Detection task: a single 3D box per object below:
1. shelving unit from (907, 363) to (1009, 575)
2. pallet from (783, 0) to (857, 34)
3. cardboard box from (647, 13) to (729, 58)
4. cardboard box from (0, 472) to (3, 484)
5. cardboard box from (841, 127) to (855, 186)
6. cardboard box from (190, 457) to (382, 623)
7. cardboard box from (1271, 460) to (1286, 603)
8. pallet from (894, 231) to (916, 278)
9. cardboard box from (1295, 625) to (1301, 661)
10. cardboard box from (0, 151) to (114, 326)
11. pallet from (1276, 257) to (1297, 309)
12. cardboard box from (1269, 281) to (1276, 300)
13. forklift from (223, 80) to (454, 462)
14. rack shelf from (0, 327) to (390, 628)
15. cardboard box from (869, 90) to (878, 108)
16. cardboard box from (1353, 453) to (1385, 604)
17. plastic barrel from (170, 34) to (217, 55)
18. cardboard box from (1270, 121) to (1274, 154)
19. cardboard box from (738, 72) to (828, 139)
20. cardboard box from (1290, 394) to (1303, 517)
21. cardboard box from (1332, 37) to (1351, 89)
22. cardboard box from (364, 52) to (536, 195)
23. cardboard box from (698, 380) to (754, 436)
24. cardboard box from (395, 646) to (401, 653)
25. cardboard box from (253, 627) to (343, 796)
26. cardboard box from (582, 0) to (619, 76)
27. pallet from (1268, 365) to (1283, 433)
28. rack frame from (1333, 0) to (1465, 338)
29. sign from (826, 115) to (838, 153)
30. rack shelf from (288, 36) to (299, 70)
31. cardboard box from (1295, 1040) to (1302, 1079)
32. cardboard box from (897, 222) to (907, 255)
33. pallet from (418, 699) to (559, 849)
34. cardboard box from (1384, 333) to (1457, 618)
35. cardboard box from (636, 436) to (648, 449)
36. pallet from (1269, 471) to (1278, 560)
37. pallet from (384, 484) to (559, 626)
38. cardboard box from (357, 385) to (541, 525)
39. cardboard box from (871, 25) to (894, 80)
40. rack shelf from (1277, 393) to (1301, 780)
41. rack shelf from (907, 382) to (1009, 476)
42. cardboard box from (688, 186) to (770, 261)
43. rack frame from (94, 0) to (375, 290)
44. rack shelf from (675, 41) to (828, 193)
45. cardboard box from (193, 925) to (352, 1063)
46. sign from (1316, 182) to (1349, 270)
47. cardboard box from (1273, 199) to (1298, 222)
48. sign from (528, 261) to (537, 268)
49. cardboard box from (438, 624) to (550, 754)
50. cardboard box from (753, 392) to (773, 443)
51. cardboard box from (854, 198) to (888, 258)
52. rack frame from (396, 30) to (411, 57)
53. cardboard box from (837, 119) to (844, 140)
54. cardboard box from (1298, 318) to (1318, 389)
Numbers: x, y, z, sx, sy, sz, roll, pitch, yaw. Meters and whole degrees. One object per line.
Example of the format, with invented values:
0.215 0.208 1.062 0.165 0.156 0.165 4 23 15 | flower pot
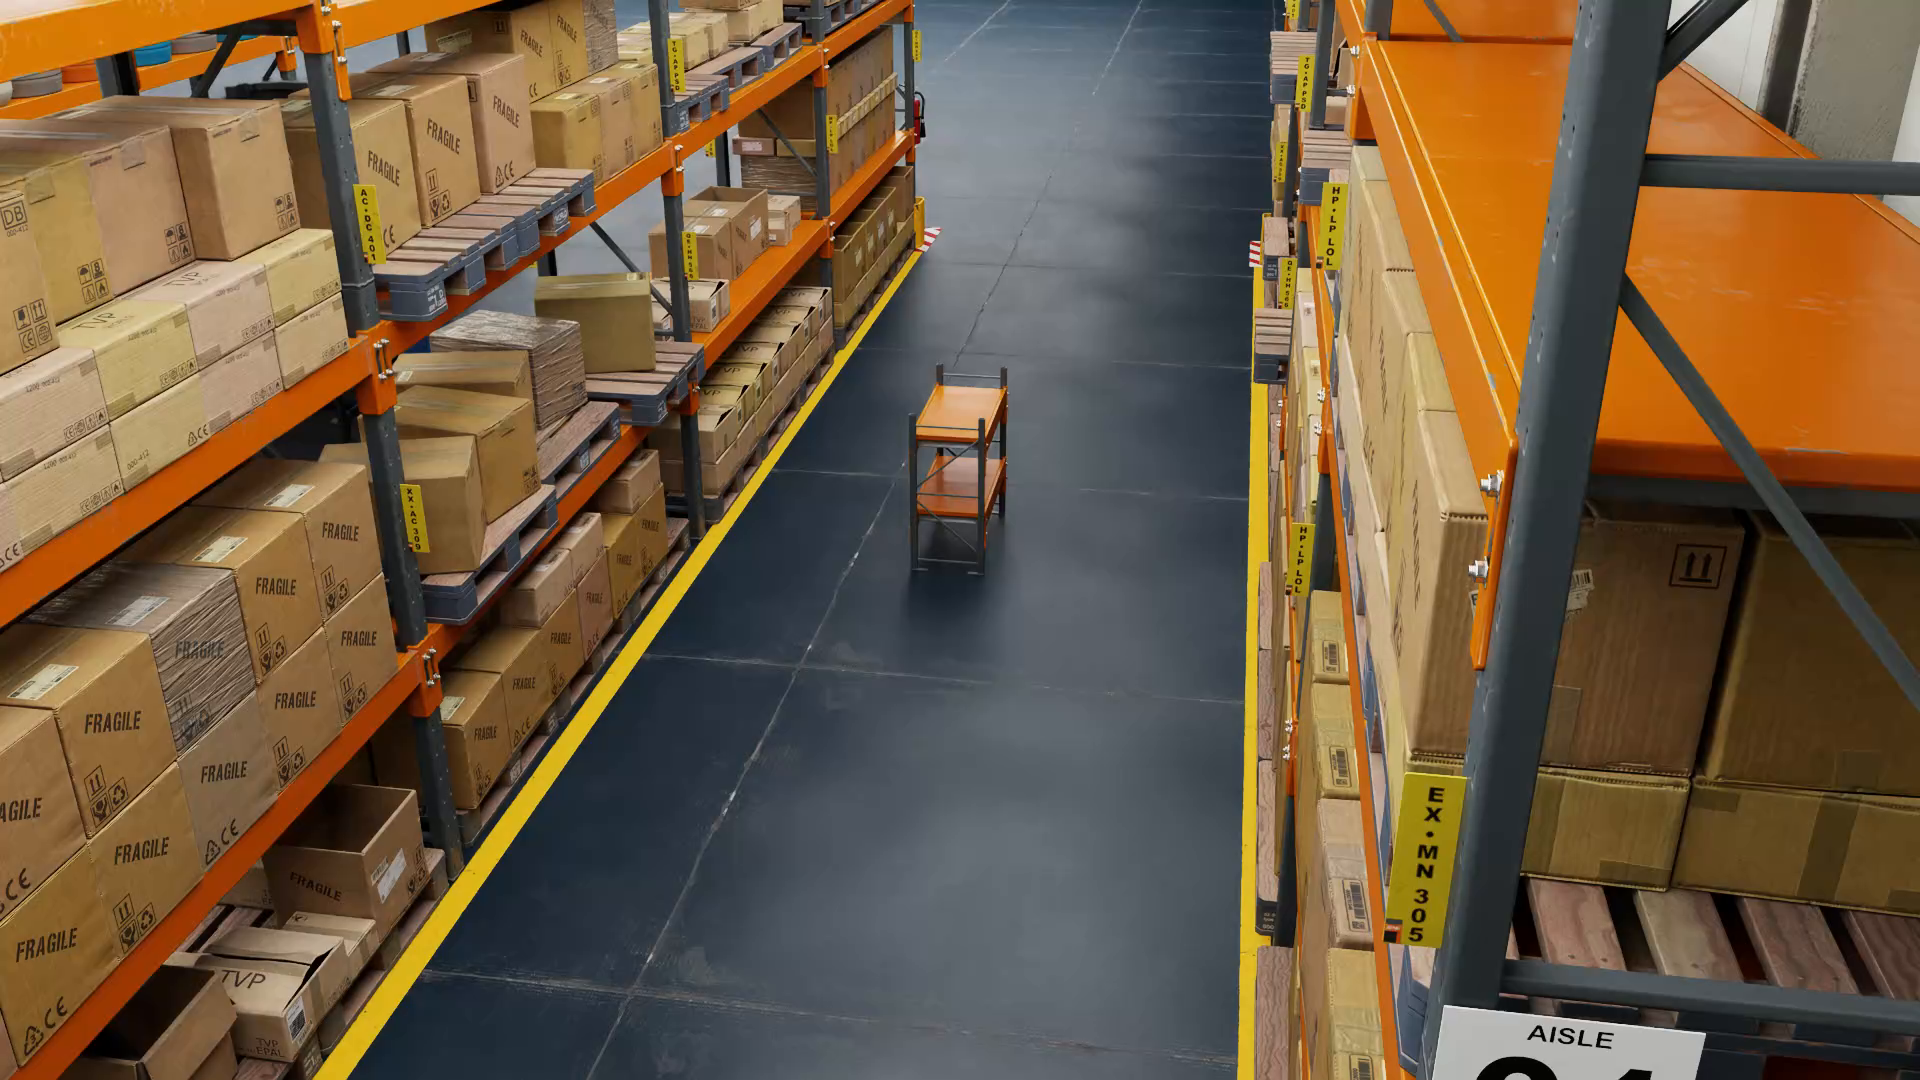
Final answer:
-0.001 -0.507 11.505 0.538 1.125 1.048 4 25 9 | shelving unit
-1.543 -4.760 14.947 1.003 0.211 1.213 4 25 9 | pallet
-2.029 -3.768 12.406 0.500 0.250 0.500 2 25 4 | cardboard box
-3.113 -0.196 4.680 0.500 0.250 0.500 4 25 9 | cardboard box
-1.425 -3.745 16.094 0.700 0.500 0.500 4 25 9 | cardboard box
-2.791 -0.006 6.927 0.500 0.500 0.500 4 25 9 | cardboard box
2.328 0.013 10.223 0.750 0.750 0.750 4 25 8 | cardboard box
-1.086 -3.170 18.274 1.003 0.211 1.213 4 25 9 | pallet
1.718 0.441 7.542 0.380 0.149 0.250 4 25 9 | cardboard box
-3.303 -0.979 5.467 0.700 0.500 0.500 4 25 9 | cardboard box
2.861 -1.812 12.310 1.003 0.211 1.213 4 25 9 | pallet
3.421 -2.657 16.317 0.700 0.500 0.500 2 25 5 | cardboard box
-4.815 -1.655 11.827 1.130 2.935 3.031 5 26 11 | forklift
-3.291 0.067 5.380 1.077 0.370 4.000 4 25 9 | rack shelf
-1.046 -4.491 16.922 0.380 0.149 0.250 5 26 10 | cardboard box
1.292 -0.009 4.256 0.500 0.250 0.500 3 25 7 | cardboard box
-6.519 -4.512 13.722 0.600 0.901 0.600 0 25 0 | plastic barrel
3.492 -4.173 17.281 0.500 0.250 0.500 3 25 7 | cardboard box
-1.590 -3.902 14.899 0.700 0.500 0.500 4 25 9 | cardboard box
1.991 -0.428 8.633 0.500 0.500 0.500 5 25 10 | cardboard box
2.881 -3.019 10.977 0.797 0.503 0.637 8 26 16 | cardboard box
-2.594 -2.140 8.514 0.600 0.600 0.600 3 25 6 | cardboard box
-1.857 -1.028 12.494 0.500 0.311 0.500 3 25 7 | cardboard box
-3.077 0.763 9.011 0.500 0.500 0.500 4 25 9 | cardboard box
-2.875 0.660 6.683 0.500 0.500 0.500 5 25 10 | cardboard box
-2.388 -3.085 9.966 0.500 0.500 0.500 4 25 9 | cardboard box
3.105 -1.153 13.964 1.003 0.211 1.213 4 25 9 | pallet
1.924 -2.113 5.648 1.000 3.000 0.127 4 25 9 | rack frame
-1.120 -3.538 14.498 0.100 0.325 0.005 4 25 9 | sign
-6.216 -5.297 16.838 1.077 0.370 4.000 4 25 9 | rack shelf
1.379 1.907 5.825 0.380 0.149 0.250 3 25 7 | cardboard box
-0.869 -3.246 17.895 0.500 0.250 0.500 4 25 9 | cardboard box
-2.868 1.183 8.974 1.003 0.211 1.213 4 25 9 | pallet
1.213 -0.122 3.613 0.500 0.500 0.500 5 26 10 | cardboard box
-2.468 -0.845 12.104 0.500 0.311 0.500 5 25 10 | cardboard box
2.707 -0.132 11.783 1.003 0.211 1.213 4 25 9 | pallet
-2.726 0.023 8.389 1.003 0.211 1.213 4 25 9 | pallet
-2.616 -0.447 8.554 0.700 0.500 0.500 8 26 17 | cardboard box
-1.100 -5.172 17.614 0.700 0.500 0.500 4 25 9 | cardboard box
2.251 0.094 8.860 1.077 0.370 4.000 4 25 9 | rack shelf
-0.001 -0.772 11.381 0.538 0.278 1.000 4 25 9 | rack shelf
-1.884 -2.588 13.623 0.500 0.500 0.500 6 26 12 | cardboard box
-2.964 -2.454 6.378 1.000 3.000 0.127 4 25 9 | rack frame
-1.983 -3.279 12.528 1.077 0.370 4.000 4 25 9 | rack shelf
-2.900 1.853 6.906 0.500 0.311 0.500 4 25 9 | cardboard box
1.387 -1.164 6.180 0.100 0.325 0.005 4 25 9 | sign
3.010 -2.902 14.564 0.500 0.250 0.500 4 25 9 | cardboard box
-2.858 -1.972 11.058 0.100 0.325 0.005 4 25 9 | sign
-2.568 0.786 8.961 0.500 0.500 0.500 4 25 9 | cardboard box
-1.775 -0.982 13.057 0.500 0.250 0.500 3 25 7 | cardboard box
-1.029 -3.167 16.842 0.500 0.500 0.500 4 25 9 | cardboard box
-5.889 -5.101 19.109 1.000 3.000 0.127 4 25 9 | rack frame
-1.299 -3.844 15.541 0.380 0.149 0.250 4 25 8 | cardboard box
2.084 -0.991 8.952 0.500 0.250 0.500 4 25 9 | cardboard box
